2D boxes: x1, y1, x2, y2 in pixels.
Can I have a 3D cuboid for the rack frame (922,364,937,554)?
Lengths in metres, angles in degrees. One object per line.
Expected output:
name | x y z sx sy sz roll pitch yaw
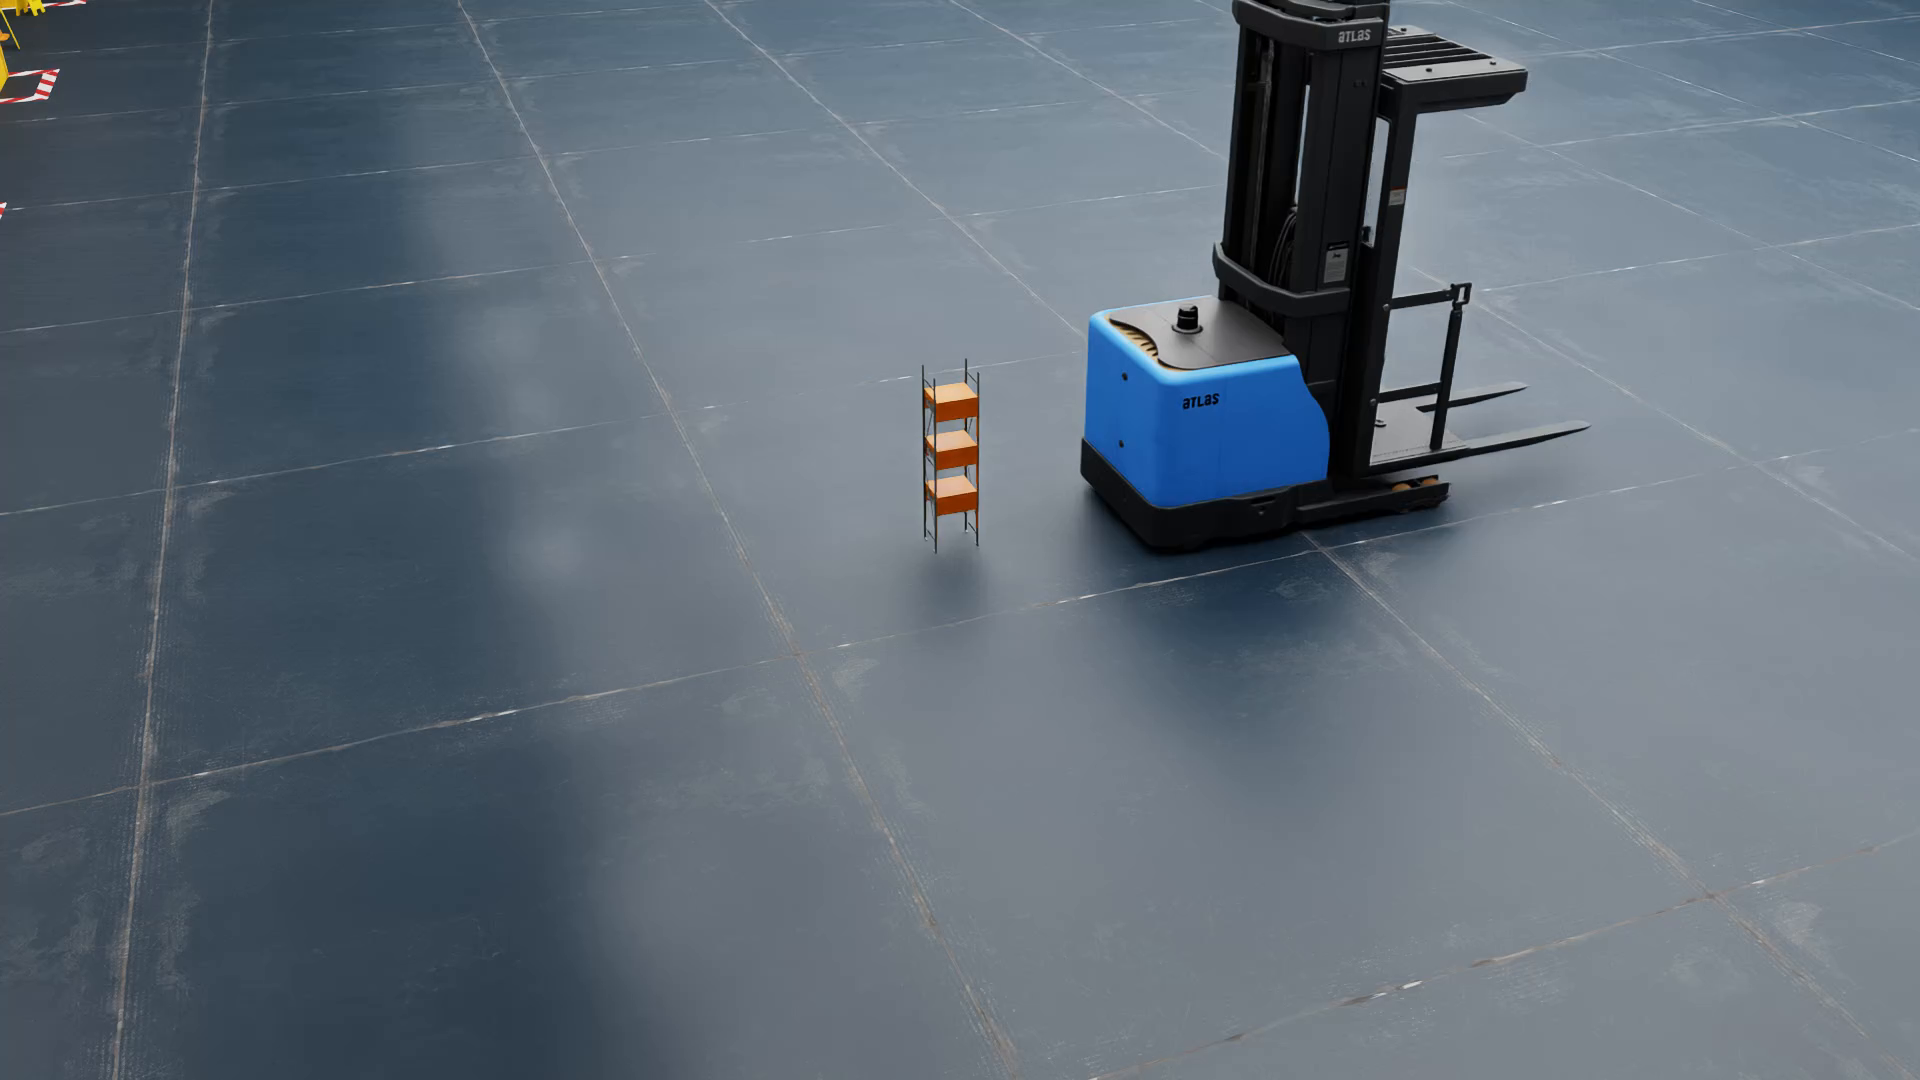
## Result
rack frame | -0.164 -0.426 8.970 0.008 1.050 0.200 -10 31 -18

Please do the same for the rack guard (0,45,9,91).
rack guard | -10.374 -5.015 17.580 0.348 0.500 1.175 -10 31 -18

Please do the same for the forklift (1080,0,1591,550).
forklift | 2.283 -1.662 9.239 3.031 2.935 1.130 -11 31 -18

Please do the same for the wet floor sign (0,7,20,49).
wet floor sign | -11.060 -5.997 19.158 0.232 0.644 0.267 -16 33 -26

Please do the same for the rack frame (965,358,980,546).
rack frame | 0.064 -0.468 9.043 0.008 1.050 0.200 -10 31 -18

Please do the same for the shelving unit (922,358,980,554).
shelving unit | -0.050 -0.447 9.006 0.252 1.050 0.215 -10 31 -18

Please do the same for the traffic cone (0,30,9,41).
traffic cone | -11.465 -6.145 19.600 0.334 0.463 0.336 -10 31 -18

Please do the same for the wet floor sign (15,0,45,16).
wet floor sign | -11.666 -6.889 20.723 0.232 0.644 0.267 0 30 0

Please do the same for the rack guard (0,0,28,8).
rack guard | -12.289 -7.277 21.550 0.348 0.500 1.175 -10 31 -18

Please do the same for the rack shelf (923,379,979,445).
rack shelf | -0.050 -0.684 8.871 0.240 0.259 0.215 -10 31 -18

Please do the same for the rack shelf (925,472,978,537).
rack shelf | -0.050 -0.196 9.149 0.240 0.259 0.215 -10 31 -18

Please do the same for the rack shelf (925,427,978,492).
rack shelf | -0.050 -0.438 9.012 0.240 0.259 0.215 -10 31 -18
